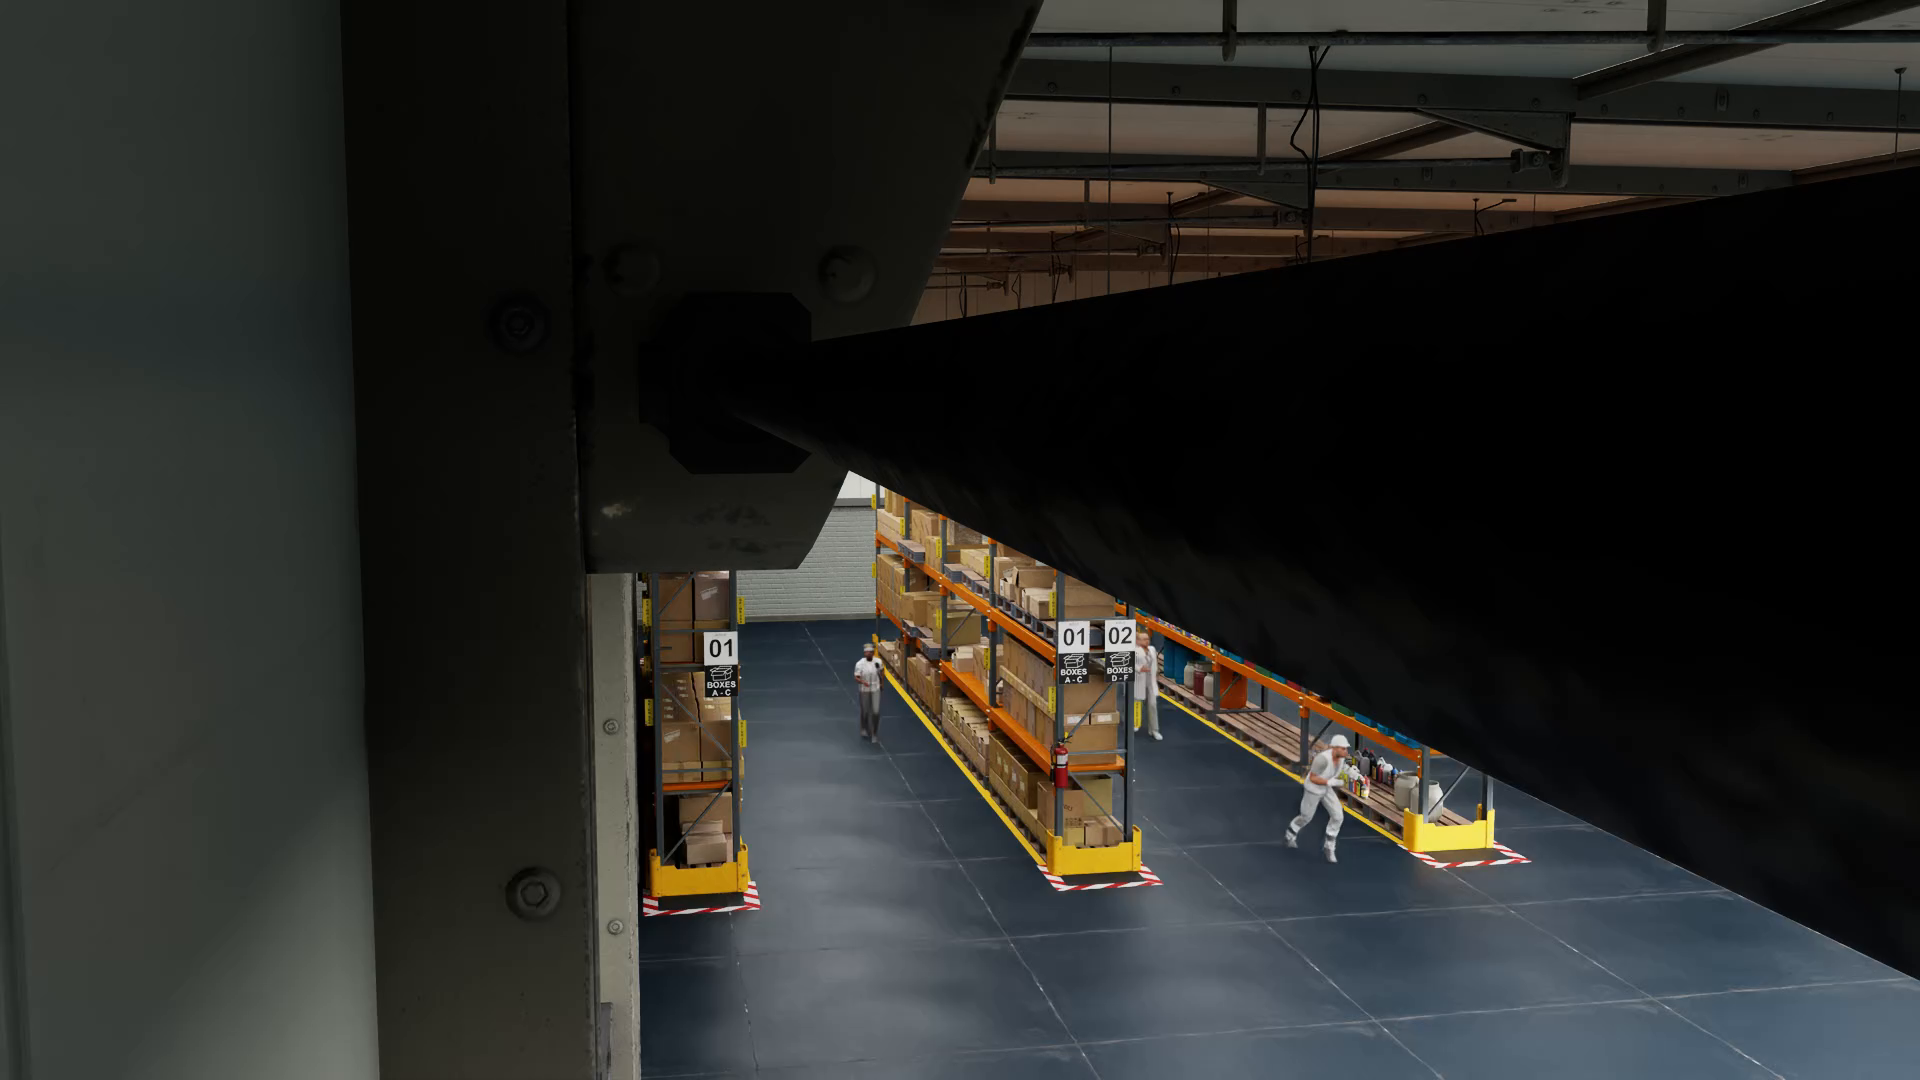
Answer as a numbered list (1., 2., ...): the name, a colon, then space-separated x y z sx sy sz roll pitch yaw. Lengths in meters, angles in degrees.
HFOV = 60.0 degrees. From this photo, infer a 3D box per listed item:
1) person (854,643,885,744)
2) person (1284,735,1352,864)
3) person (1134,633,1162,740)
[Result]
1. person: -1.537 2.603 28.325 0.524 1.741 0.767 0 6 -4
2. person: 4.647 3.314 21.551 0.707 1.721 1.011 -5 7 -38
3. person: 3.163 2.522 28.617 0.711 1.685 1.034 -2 6 -21
